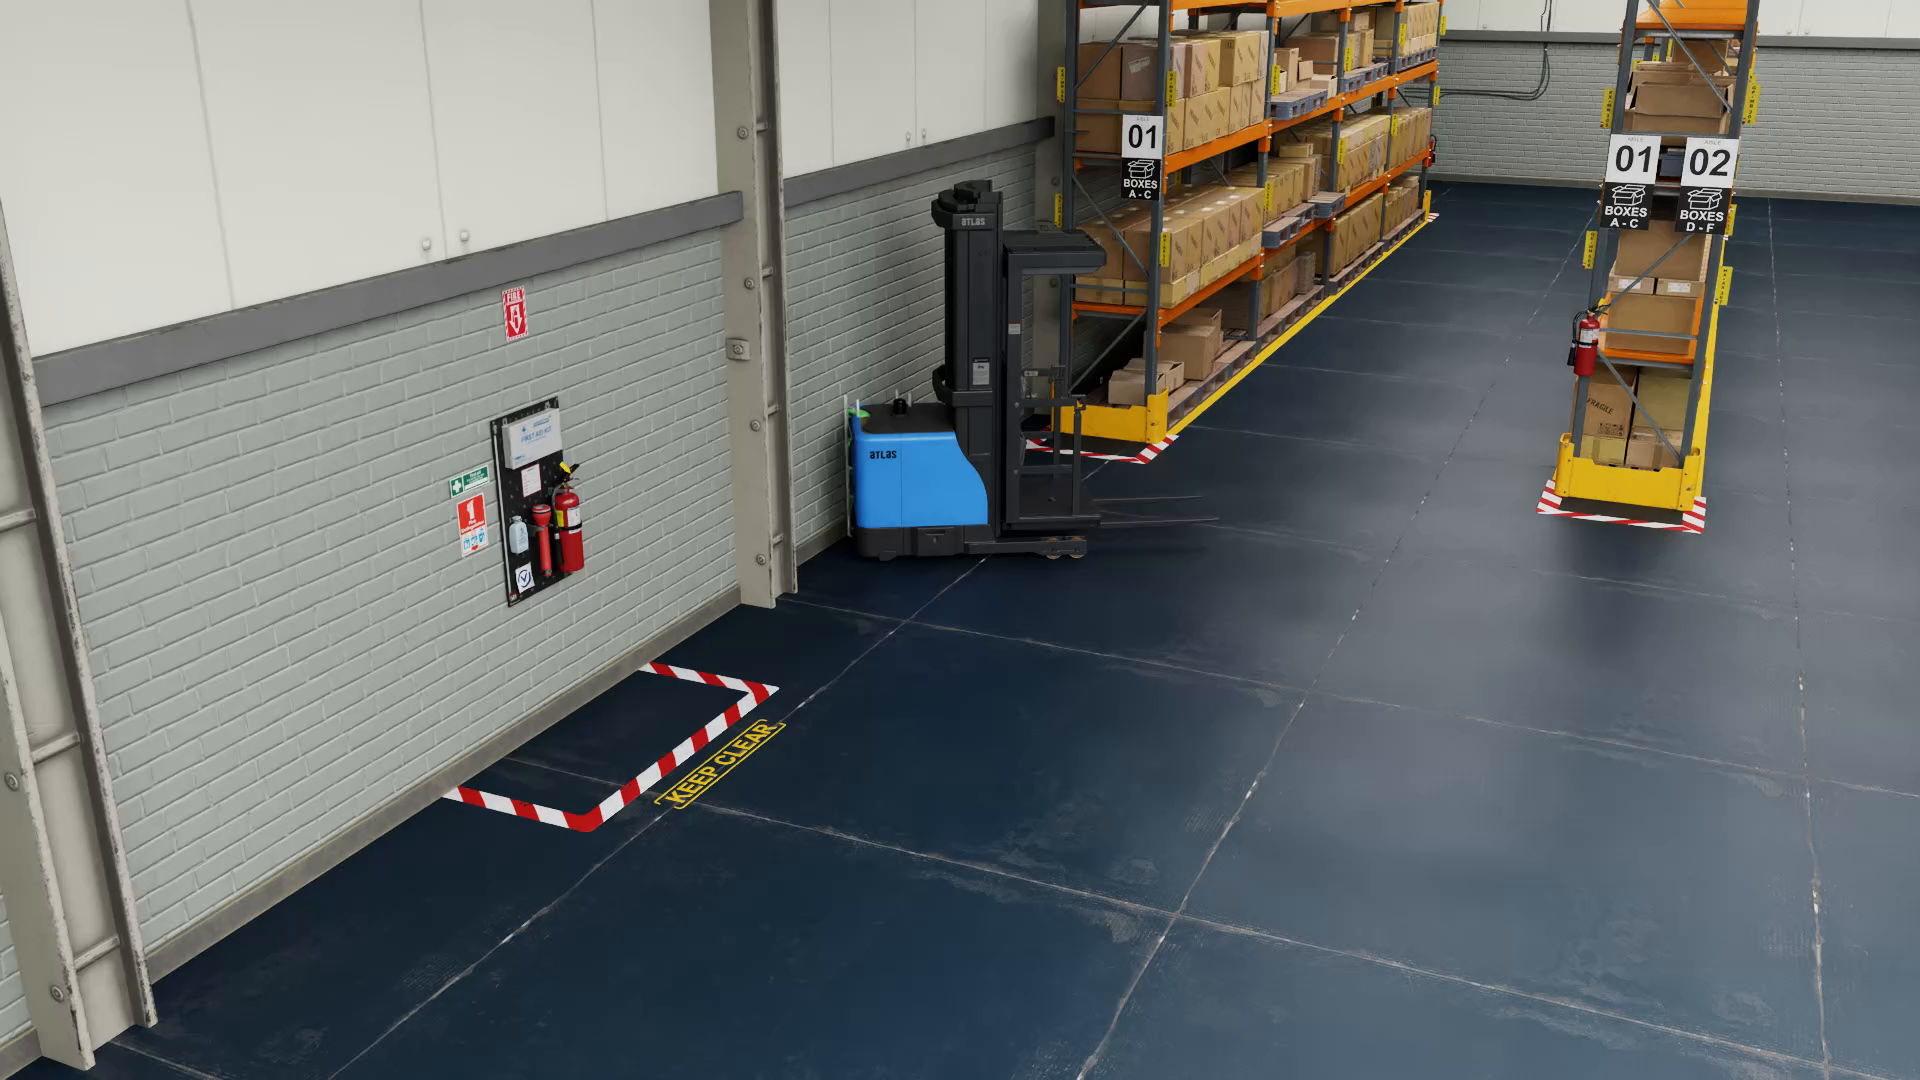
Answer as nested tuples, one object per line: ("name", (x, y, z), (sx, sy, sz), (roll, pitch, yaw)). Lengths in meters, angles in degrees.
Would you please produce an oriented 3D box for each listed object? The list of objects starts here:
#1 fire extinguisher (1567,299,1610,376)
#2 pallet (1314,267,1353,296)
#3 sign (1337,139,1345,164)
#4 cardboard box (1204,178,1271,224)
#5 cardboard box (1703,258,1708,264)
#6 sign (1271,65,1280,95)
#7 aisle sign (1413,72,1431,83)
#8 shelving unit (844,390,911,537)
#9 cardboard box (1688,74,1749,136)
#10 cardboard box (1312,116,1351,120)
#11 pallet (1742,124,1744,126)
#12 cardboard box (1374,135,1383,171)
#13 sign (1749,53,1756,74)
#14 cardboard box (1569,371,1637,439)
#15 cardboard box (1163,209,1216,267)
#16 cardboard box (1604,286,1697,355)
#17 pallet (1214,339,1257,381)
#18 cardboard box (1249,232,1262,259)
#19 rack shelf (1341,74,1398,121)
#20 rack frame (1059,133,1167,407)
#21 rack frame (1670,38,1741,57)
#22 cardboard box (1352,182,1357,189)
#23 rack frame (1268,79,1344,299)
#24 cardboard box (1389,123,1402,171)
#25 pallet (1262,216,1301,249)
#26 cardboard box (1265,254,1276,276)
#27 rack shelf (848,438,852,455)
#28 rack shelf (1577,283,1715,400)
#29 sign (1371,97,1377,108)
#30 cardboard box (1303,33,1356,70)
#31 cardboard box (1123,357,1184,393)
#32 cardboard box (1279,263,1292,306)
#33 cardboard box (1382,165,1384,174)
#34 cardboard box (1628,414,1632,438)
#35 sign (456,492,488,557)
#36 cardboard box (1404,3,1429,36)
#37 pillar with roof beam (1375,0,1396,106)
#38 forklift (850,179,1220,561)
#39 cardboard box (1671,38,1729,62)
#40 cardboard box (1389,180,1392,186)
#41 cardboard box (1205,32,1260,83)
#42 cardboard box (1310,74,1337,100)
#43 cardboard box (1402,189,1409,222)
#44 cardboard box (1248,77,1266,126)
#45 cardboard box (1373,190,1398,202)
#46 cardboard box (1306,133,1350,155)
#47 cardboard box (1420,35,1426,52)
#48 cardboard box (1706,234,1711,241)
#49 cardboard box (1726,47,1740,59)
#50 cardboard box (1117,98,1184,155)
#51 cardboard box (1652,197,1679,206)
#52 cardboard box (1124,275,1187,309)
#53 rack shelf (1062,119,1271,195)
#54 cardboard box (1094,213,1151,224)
("fire extinguisher", (5.534, -1.793, 14.649), (0.296, 0.674, 0.183), (9, 21, 23))
("pallet", (5.153, -3.843, 24.459), (1.003, 0.211, 1.213), (9, 21, 23))
("sign", (5.261, -5.362, 22.961), (0.100, 0.325, 0.005), (9, 21, 23))
("cardboard box", (3.363, -4.108, 20.239), (0.700, 0.500, 0.500), (9, 21, 23))
("cardboard box", (6.785, -2.561, 15.575), (0.380, 0.149, 0.250), (8, 21, 21))
("sign", (3.622, -5.288, 19.113), (0.100, 0.325, 0.005), (9, 21, 23))
("aisle sign", (8.341, -8.577, 29.730), (0.394, 0.787, 0.004), (9, 21, 23))
("shelving unit", (-0.678, -0.624, 13.927), (0.503, 1.200, 0.258), (-9, 17, -30))
("cardboard box", (6.936, -3.996, 15.267), (0.500, 0.500, 0.500), (9, 21, 23))
("cardboard box", (5.765, -6.433, 25.839), (0.500, 0.250, 0.500), (9, 21, 23))
("pallet", (8.631, -5.010, 19.384), (1.003, 0.211, 1.213), (10, 22, 25))
("cardboard box", (6.241, -6.012, 25.775), (0.500, 0.500, 0.500), (9, 21, 23))
("sign", (9.785, -5.863, 20.611), (0.100, 0.325, 0.005), (9, 21, 23))
("cardboard box", (5.955, -1.262, 15.399), (0.500, 0.500, 0.500), (9, 21, 23))
("cardboard box", (2.384, -3.184, 17.520), (0.500, 0.500, 0.500), (8, 21, 21))
("cardboard box", (6.209, -1.990, 14.938), (0.700, 0.500, 0.500), (9, 21, 23))
("pallet", (2.881, -2.179, 19.781), (1.003, 0.211, 1.213), (9, 21, 23))
("cardboard box", (3.206, -3.455, 19.402), (0.500, 0.250, 0.500), (9, 21, 23))
("rack shelf", (5.581, -6.612, 24.680), (1.077, 0.370, 4.000), (9, 21, 23))
("rack frame", (1.486, -2.480, 16.466), (1.000, 3.000, 0.127), (9, 21, 23))
("rack frame", (10.920, -8.297, 23.868), (1.000, 3.000, 0.127), (9, 21, 23))
("cardboard box", (5.726, -5.356, 24.898), (0.380, 0.149, 0.250), (9, 21, 23))
("rack frame", (4.762, -4.926, 23.343), (1.000, 3.000, 0.127), (9, 21, 23))
("cardboard box", (6.637, -6.454, 27.191), (0.980, 0.700, 0.700), (9, 21, 24))
("pallet", (3.569, -3.826, 20.538), (1.003, 0.211, 1.213), (9, 21, 23))
("cardboard box", (3.797, -3.608, 21.592), (0.500, 0.250, 0.500), (8, 21, 21))
("rack shelf", (-0.679, -0.794, 13.882), (0.480, 0.148, 0.258), (-9, 17, -30))
("rack shelf", (6.825, -2.074, 16.398), (1.077, 0.370, 4.000), (9, 21, 23))
("sign", (7.534, -7.895, 30.281), (0.100, 0.325, 0.005), (9, 21, 23))
("cardboard box", (5.315, -7.086, 24.135), (0.700, 0.500, 0.500), (10, 22, 25))
("cardboard box", (2.084, -1.794, 17.893), (0.500, 0.311, 0.500), (11, 22, 27))
("cardboard box", (4.020, -3.431, 22.213), (0.700, 0.500, 0.500), (8, 21, 22))
("cardboard box", (6.519, -5.897, 26.420), (0.380, 0.149, 0.250), (9, 21, 23))
("cardboard box", (6.150, -1.063, 15.958), (0.500, 0.250, 0.500), (9, 21, 23))
("sign", (-2.841, -0.091, 9.693), (0.001, 0.329, 0.234), (9, 21, 23))
("cardboard box", (7.566, -8.739, 27.917), (0.500, 0.500, 0.500), (8, 21, 20))
("pillar with roof beam", (12.282, -10.551, 30.208), (9.100, 9.000, 0.400), (9, 21, 23))
("forklift", (0.619, -1.403, 13.539), (3.031, 2.935, 1.130), (-2, 20, -6))
("cardboard box", (8.145, -5.279, 18.337), (0.500, 0.500, 0.500), (11, 22, 28))
("cardboard box", (7.401, -6.304, 29.353), (0.380, 0.149, 0.250), (9, 21, 23))
("cardboard box", (2.950, -5.284, 18.201), (0.500, 0.500, 0.500), (10, 22, 26))
("cardboard box", (4.713, -6.049, 22.129), (0.500, 0.311, 0.500), (9, 21, 23))
("cardboard box", (7.432, -5.857, 29.065), (0.700, 0.500, 0.500), (8, 21, 21))
("cardboard box", (3.141, -4.984, 18.850), (0.500, 0.500, 0.500), (9, 22, 24))
("cardboard box", (7.106, -5.769, 27.848), (0.380, 0.149, 0.250), (9, 22, 25))
("cardboard box", (5.195, -5.588, 23.463), (0.500, 0.250, 0.500), (9, 22, 24))
("cardboard box", (7.559, -8.380, 28.026), (0.500, 0.250, 0.500), (8, 21, 21))
("cardboard box", (7.414, -3.029, 16.891), (0.380, 0.149, 0.250), (9, 21, 23))
("cardboard box", (11.346, -7.163, 24.634), (0.500, 0.250, 0.500), (9, 21, 23))
("cardboard box", (1.851, -4.018, 16.135), (0.500, 0.500, 0.500), (9, 22, 24))
("cardboard box", (6.647, -2.933, 15.654), (0.700, 0.500, 0.500), (9, 21, 23))
("cardboard box", (1.975, -2.525, 16.785), (0.500, 0.250, 0.500), (8, 21, 21))
("rack shelf", (2.305, -4.166, 17.803), (1.077, 0.370, 4.000), (9, 21, 23))
("cardboard box", (1.700, -3.098, 17.279), (0.500, 0.500, 0.500), (9, 21, 23))
